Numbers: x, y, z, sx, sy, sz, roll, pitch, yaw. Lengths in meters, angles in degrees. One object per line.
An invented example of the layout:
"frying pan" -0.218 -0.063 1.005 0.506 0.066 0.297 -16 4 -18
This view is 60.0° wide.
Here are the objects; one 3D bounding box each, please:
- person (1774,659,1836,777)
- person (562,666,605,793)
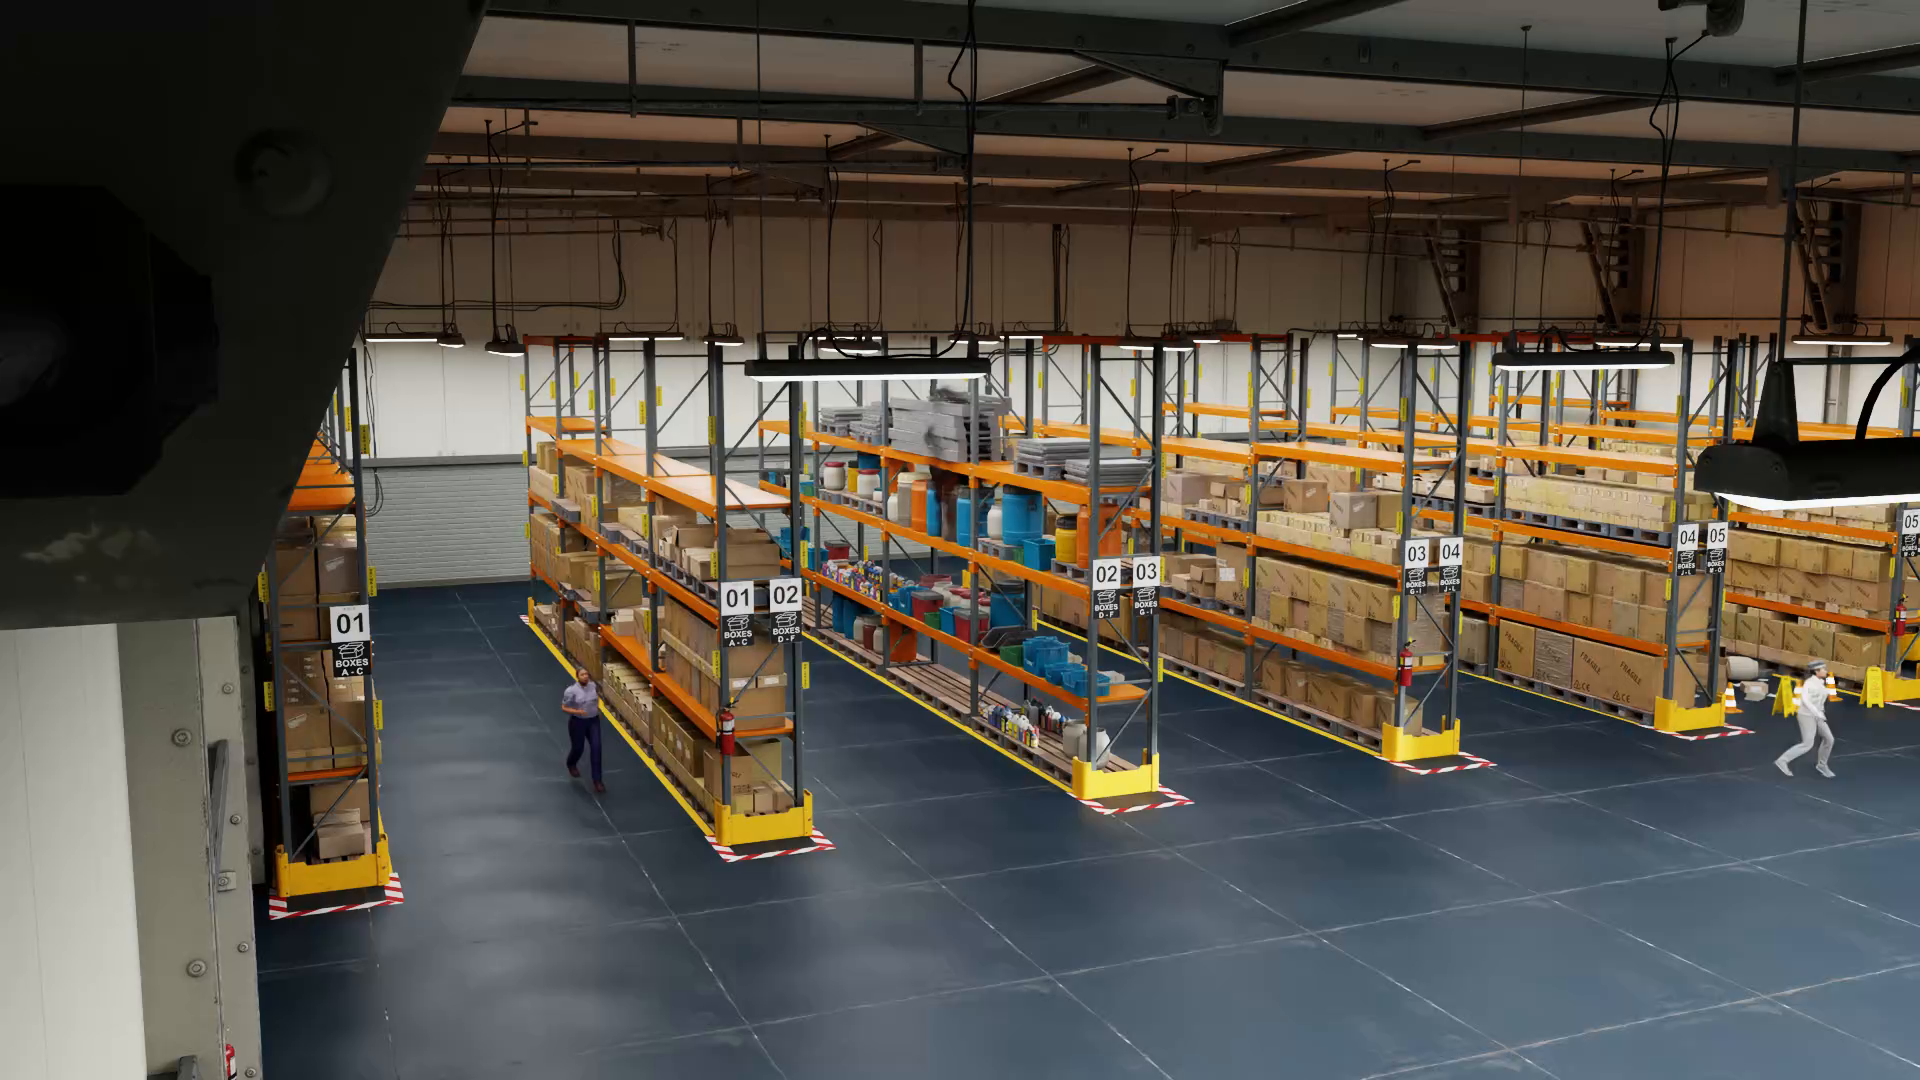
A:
"person" 11.768 2.474 23.043 0.713 1.688 0.841 5 9 35
"person" -5.099 2.526 22.537 0.604 1.668 0.903 -5 9 -33
